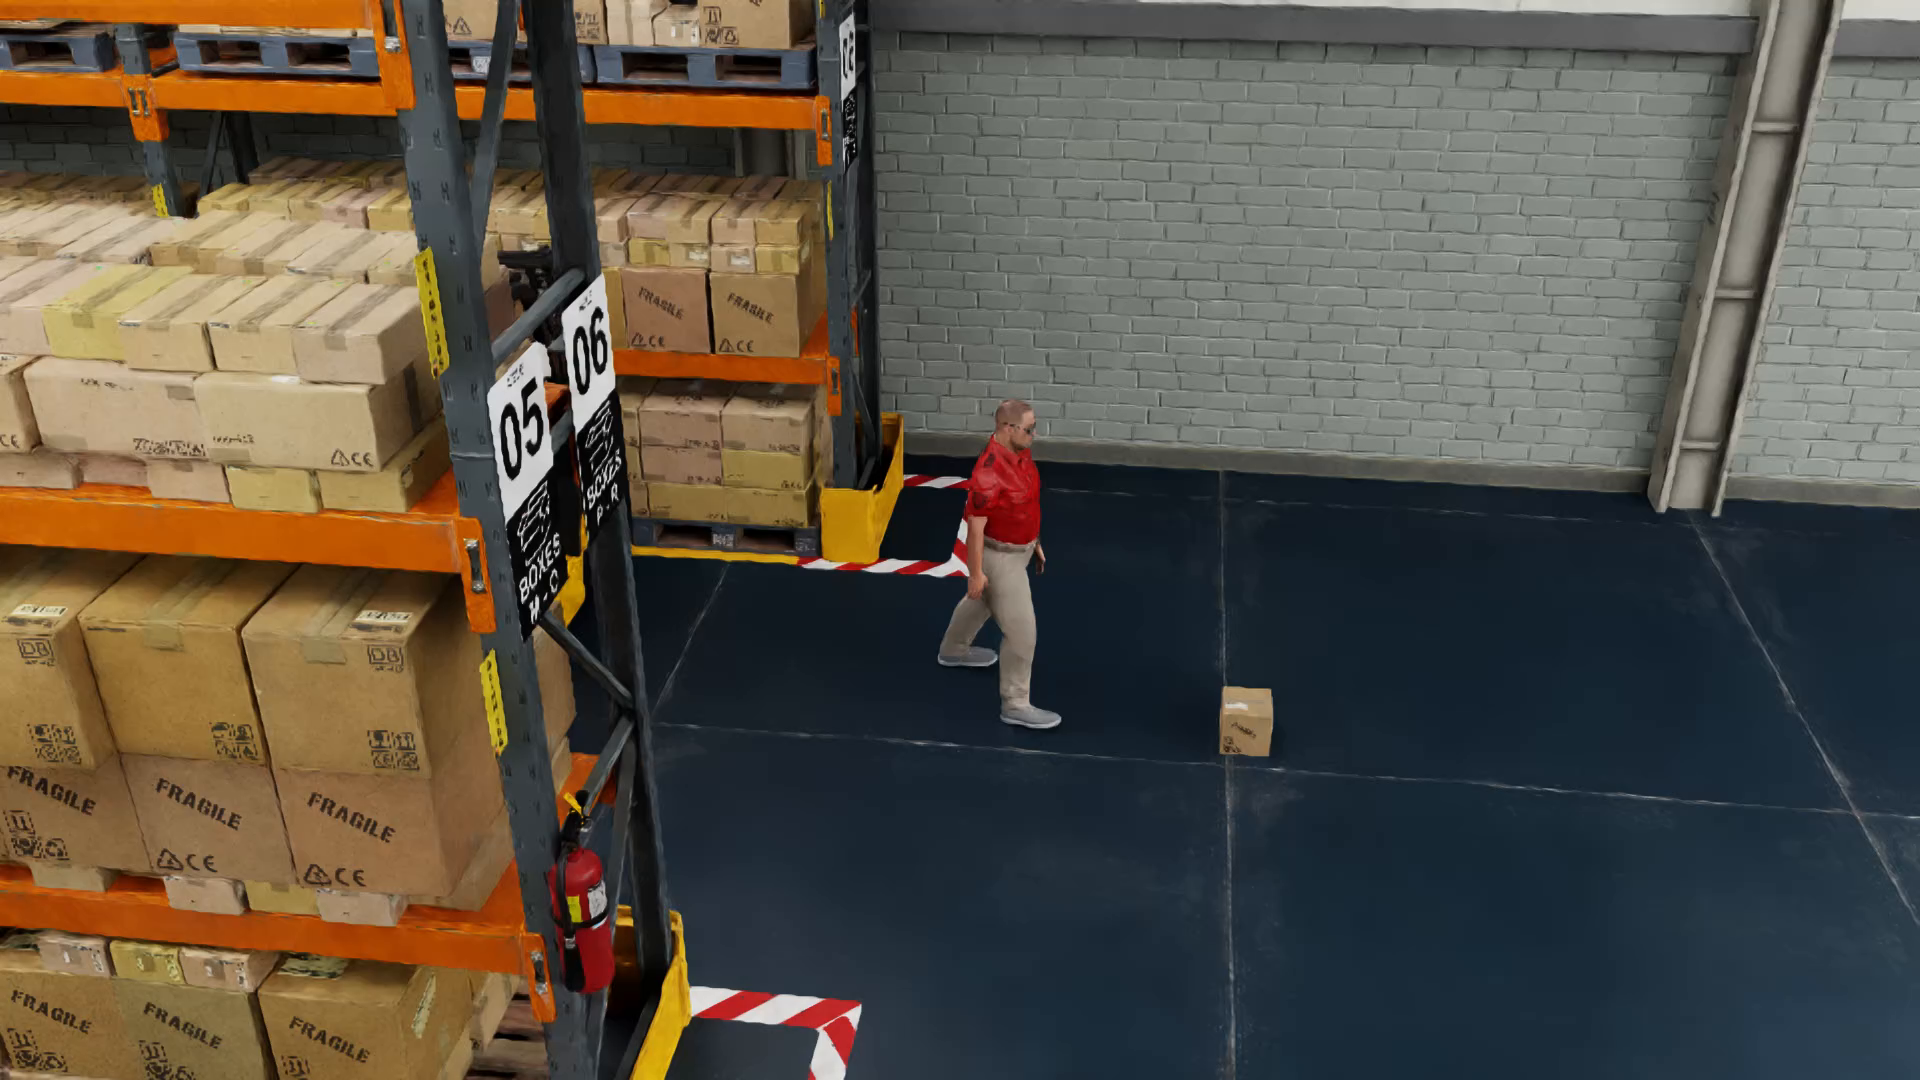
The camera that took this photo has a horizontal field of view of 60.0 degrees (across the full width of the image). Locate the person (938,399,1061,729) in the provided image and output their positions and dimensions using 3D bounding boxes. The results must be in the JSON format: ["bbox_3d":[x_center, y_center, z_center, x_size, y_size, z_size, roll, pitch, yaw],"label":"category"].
[{"bbox_3d":[0.210,0.074,8.527,0.807,1.683,0.620,8,29,15],"label":"person"}]
